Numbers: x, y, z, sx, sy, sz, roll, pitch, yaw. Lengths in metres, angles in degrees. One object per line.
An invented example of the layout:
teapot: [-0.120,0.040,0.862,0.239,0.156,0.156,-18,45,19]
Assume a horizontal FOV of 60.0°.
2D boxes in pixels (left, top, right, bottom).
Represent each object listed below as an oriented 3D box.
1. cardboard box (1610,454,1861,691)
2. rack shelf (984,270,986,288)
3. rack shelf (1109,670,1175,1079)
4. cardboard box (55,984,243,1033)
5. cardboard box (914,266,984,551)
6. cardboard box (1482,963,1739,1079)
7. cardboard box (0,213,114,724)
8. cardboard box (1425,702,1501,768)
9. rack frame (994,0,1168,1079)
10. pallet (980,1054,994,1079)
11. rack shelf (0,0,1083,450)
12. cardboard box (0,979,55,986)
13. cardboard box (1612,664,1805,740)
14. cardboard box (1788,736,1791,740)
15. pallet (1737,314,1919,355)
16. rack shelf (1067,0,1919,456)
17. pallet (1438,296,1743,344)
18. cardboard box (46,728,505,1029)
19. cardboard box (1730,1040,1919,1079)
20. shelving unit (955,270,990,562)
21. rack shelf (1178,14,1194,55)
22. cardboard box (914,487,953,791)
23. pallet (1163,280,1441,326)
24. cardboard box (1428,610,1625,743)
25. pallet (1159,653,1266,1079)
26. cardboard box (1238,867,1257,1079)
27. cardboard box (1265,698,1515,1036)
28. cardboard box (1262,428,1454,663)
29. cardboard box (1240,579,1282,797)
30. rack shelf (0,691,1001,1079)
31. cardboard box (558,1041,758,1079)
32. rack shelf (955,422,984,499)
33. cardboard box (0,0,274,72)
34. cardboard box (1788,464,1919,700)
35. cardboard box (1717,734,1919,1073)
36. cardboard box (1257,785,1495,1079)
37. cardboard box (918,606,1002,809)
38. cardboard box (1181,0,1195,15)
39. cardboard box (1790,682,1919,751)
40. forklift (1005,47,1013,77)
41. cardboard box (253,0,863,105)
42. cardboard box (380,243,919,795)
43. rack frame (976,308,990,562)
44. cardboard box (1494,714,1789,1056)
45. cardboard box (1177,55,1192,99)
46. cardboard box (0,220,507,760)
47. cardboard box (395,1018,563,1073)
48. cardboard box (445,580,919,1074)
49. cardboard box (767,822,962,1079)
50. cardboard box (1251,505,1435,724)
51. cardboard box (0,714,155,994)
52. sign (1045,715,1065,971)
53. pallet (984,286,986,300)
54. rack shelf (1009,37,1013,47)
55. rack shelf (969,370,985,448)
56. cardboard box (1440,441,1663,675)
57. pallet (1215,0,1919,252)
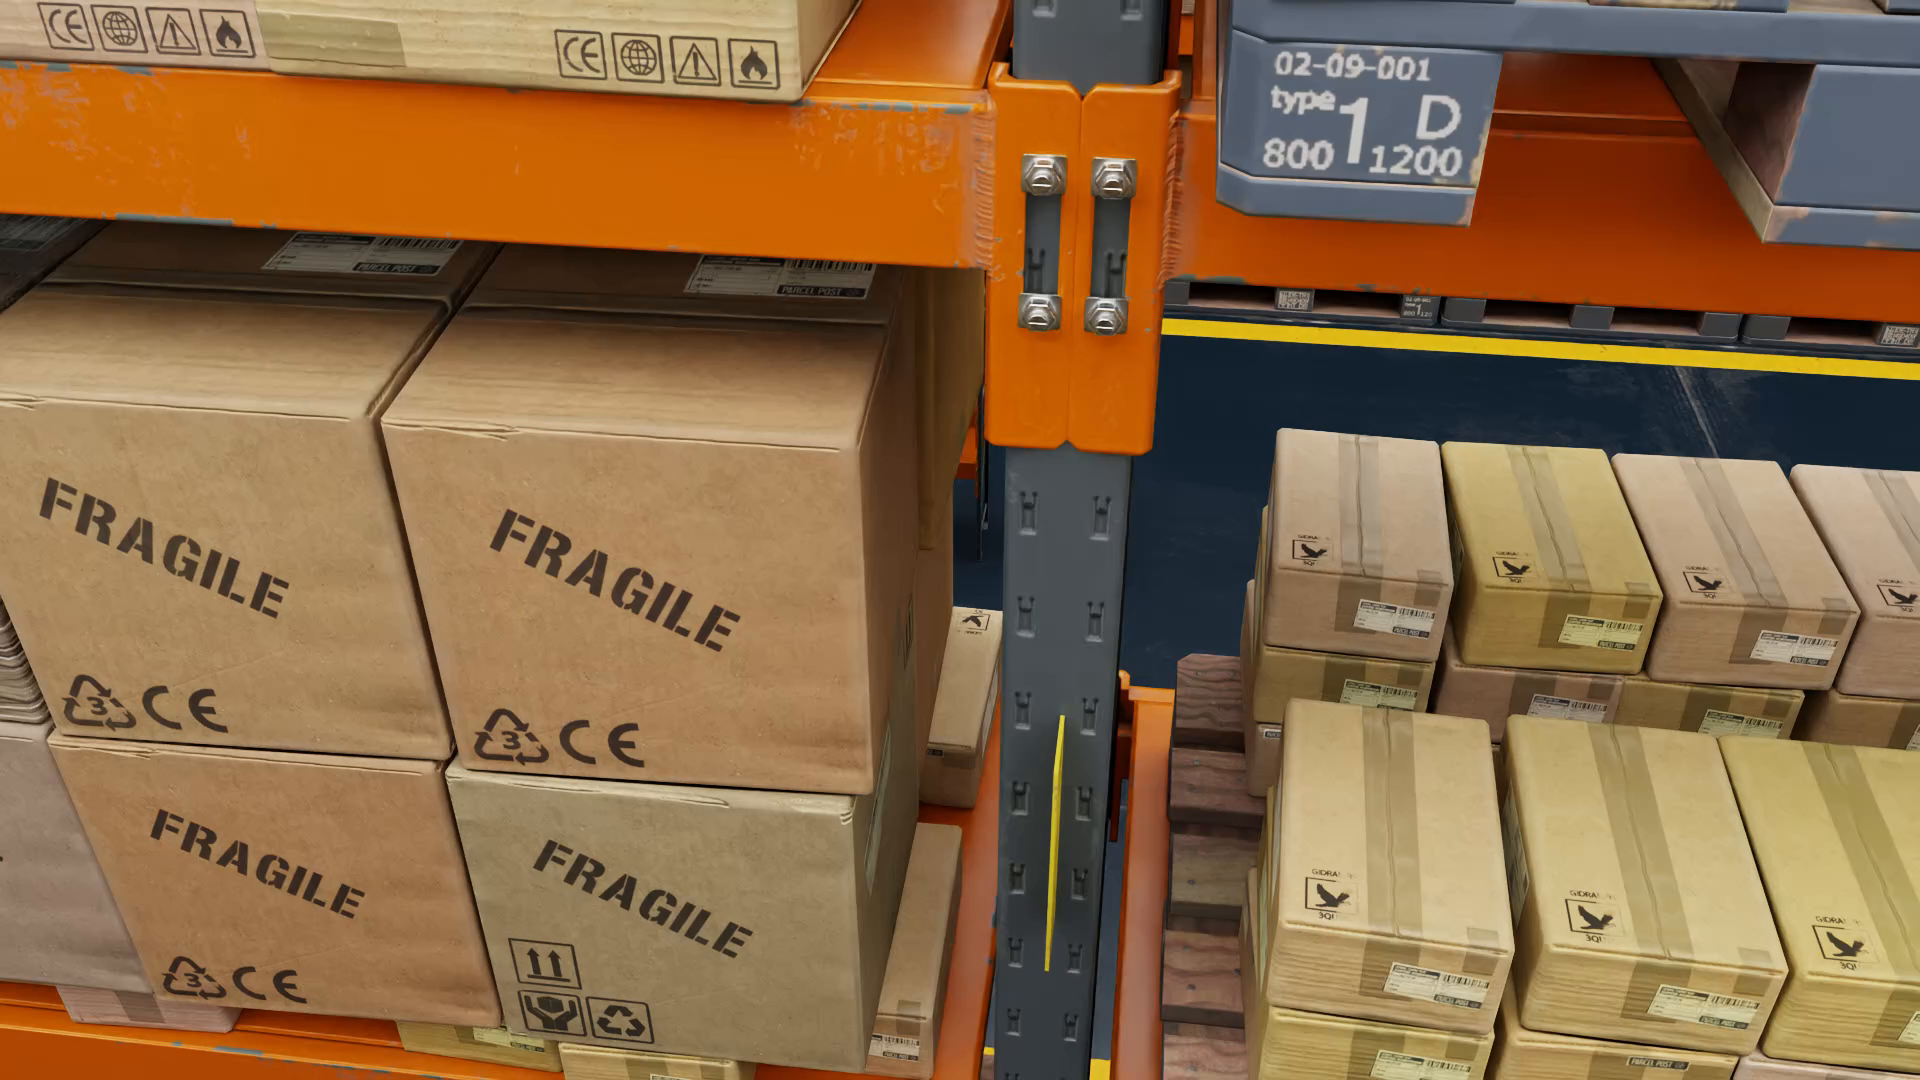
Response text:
cardboard box: [1.117,0.039,2.455,0.250,0.149,0.380,3,36,4]
rack shelf: [-0.164,-0.820,5.190,0.480,0.148,0.258,4,36,6]
rack shelf: [2.155,0.834,2.618,4.000,0.370,1.077,4,36,6]
cardboard box: [-1.195,0.563,2.596,0.250,0.149,0.380,3,36,4]
cardboard box: [-0.245,-0.349,2.454,0.500,0.500,0.500,5,36,7]
cardboard box: [0.761,0.516,2.044,0.250,0.149,0.380,4,36,5]
cardboard box: [-1.349,-0.136,2.155,0.500,0.500,0.500,5,36,7]
cardboard box: [0.848,0.259,2.660,0.250,0.149,0.380,4,36,6]
rack frame: [0.171,0.395,2.614,0.053,2.616,0.949,4,36,6]
pallet: [-0.499,1.499,3.468,1.213,0.211,1.003,4,36,6]
rack shelf: [-1.813,-0.683,2.162,4.000,0.370,1.077,4,36,6]
cardboard box: [-1.440,0.513,2.665,0.250,0.149,0.380,4,36,5]
cardboard box: [1.098,0.158,2.545,0.250,0.149,0.380,6,36,8]
cardboard box: [1.344,0.297,2.606,0.250,0.149,0.380,3,36,4]
pallet: [3.896,-1.137,7.162,1.213,0.211,1.003,4,36,6]
rack shelf: [2.155,-0.387,1.747,4.000,0.370,1.077,4,36,6]
pallet: [2.690,-1.229,7.290,1.213,0.211,1.003,4,36,6]
cardboard box: [-0.859,0.319,2.378,0.500,0.500,0.500,3,36,5]
cardboard box: [1.017,0.535,2.018,0.250,0.149,0.380,5,36,7]
shelving unit: [-0.164,-0.501,5.419,0.503,1.200,0.258,4,36,6]
rack shelf: [2.685,-2.026,6.625,4.000,0.370,1.077,4,36,6]
cardboard box: [-0.288,0.050,2.756,0.500,0.500,0.500,4,36,5]
pallet: [1.476,-1.318,7.415,1.213,0.211,1.003,4,36,6]
cardboard box: [0.853,0.138,2.573,0.250,0.149,0.380,4,36,6]
pallet: [0.911,0.612,2.476,1.213,0.211,1.003,4,36,6]
cardboard box: [0.503,0.619,2.156,0.250,0.149,0.380,3,36,4]
cardboard box: [0.503,0.377,1.983,0.250,0.149,0.380,6,36,8]
cardboard box: [0.594,0.000,2.511,0.250,0.149,0.380,6,36,8]
cardboard box: [0.590,0.240,2.686,0.250,0.149,0.380,3,36,5]
rack shelf: [-1.813,0.538,3.033,4.000,0.370,1.077,4,36,6]
cardboard box: [-0.411,0.653,2.469,0.250,0.149,0.380,3,36,5]
rack shelf: [-0.164,-0.284,5.573,0.480,0.148,0.258,4,36,6]
cardboard box: [-0.844,-0.691,1.683,0.500,0.250,0.500,4,36,6]
cardboard box: [1.377,0.059,2.428,0.250,0.149,0.380,4,36,6]
cardboard box: [1.035,0.414,1.930,0.250,0.149,0.380,5,36,6]
cardboard box: [0.503,0.498,2.069,0.250,0.149,0.380,5,36,7]
cardboard box: [-0.068,0.286,2.983,0.250,0.149,0.380,6,36,8]
cardboard box: [1.104,-2.221,6.408,0.500,0.250,0.500,3,36,5]
cardboard box: [1.370,0.176,2.520,0.250,0.149,0.380,3,36,4]
forklift: [1.291,-3.842,8.610,3.031,2.935,1.130,4,36,5]
cardboard box: [-0.350,-0.647,1.622,0.500,0.250,0.500,5,36,7]
cardboard box: [-0.329,-0.054,2.041,0.500,0.500,0.500,3,36,4]
rack frame: [0.078,-0.483,5.393,0.015,1.200,0.240,4,36,6]
cardboard box: [0.781,0.394,1.959,0.250,0.149,0.380,5,36,7]
cardboard box: [1.327,-1.773,7.119,0.875,0.875,0.875,5,36,7]
cardboard box: [-0.843,-0.090,2.091,0.500,0.500,0.500,3,36,4]
cardboard box: [-0.669,0.599,2.545,0.250,0.149,0.380,6,36,8]
cardboard box: [-0.345,0.358,2.323,0.500,0.500,0.500,4,36,6]
cardboard box: [-0.142,0.609,2.530,0.250,0.149,0.380,4,36,5]
cardboard box: [0.591,0.119,2.600,0.250,0.149,0.380,5,36,7]
cardboard box: [-1.353,0.282,2.431,0.500,0.500,0.500,4,36,6]
sign: [0.110,0.354,1.926,0.005,0.325,0.100,4,36,6]
pallet: [-0.043,-1.433,7.576,1.213,0.211,1.003,4,36,6]
rack shelf: [-1.282,-2.322,7.040,4.000,0.370,1.077,4,36,6]
rack shelf: [-0.164,-0.446,5.458,0.480,0.148,0.258,4,36,6]
cardboard box: [0.861,0.019,2.484,0.250,0.149,0.380,3,36,5]
pallet: [0.770,-0.644,1.650,1.003,0.211,1.213,4,36,6]
